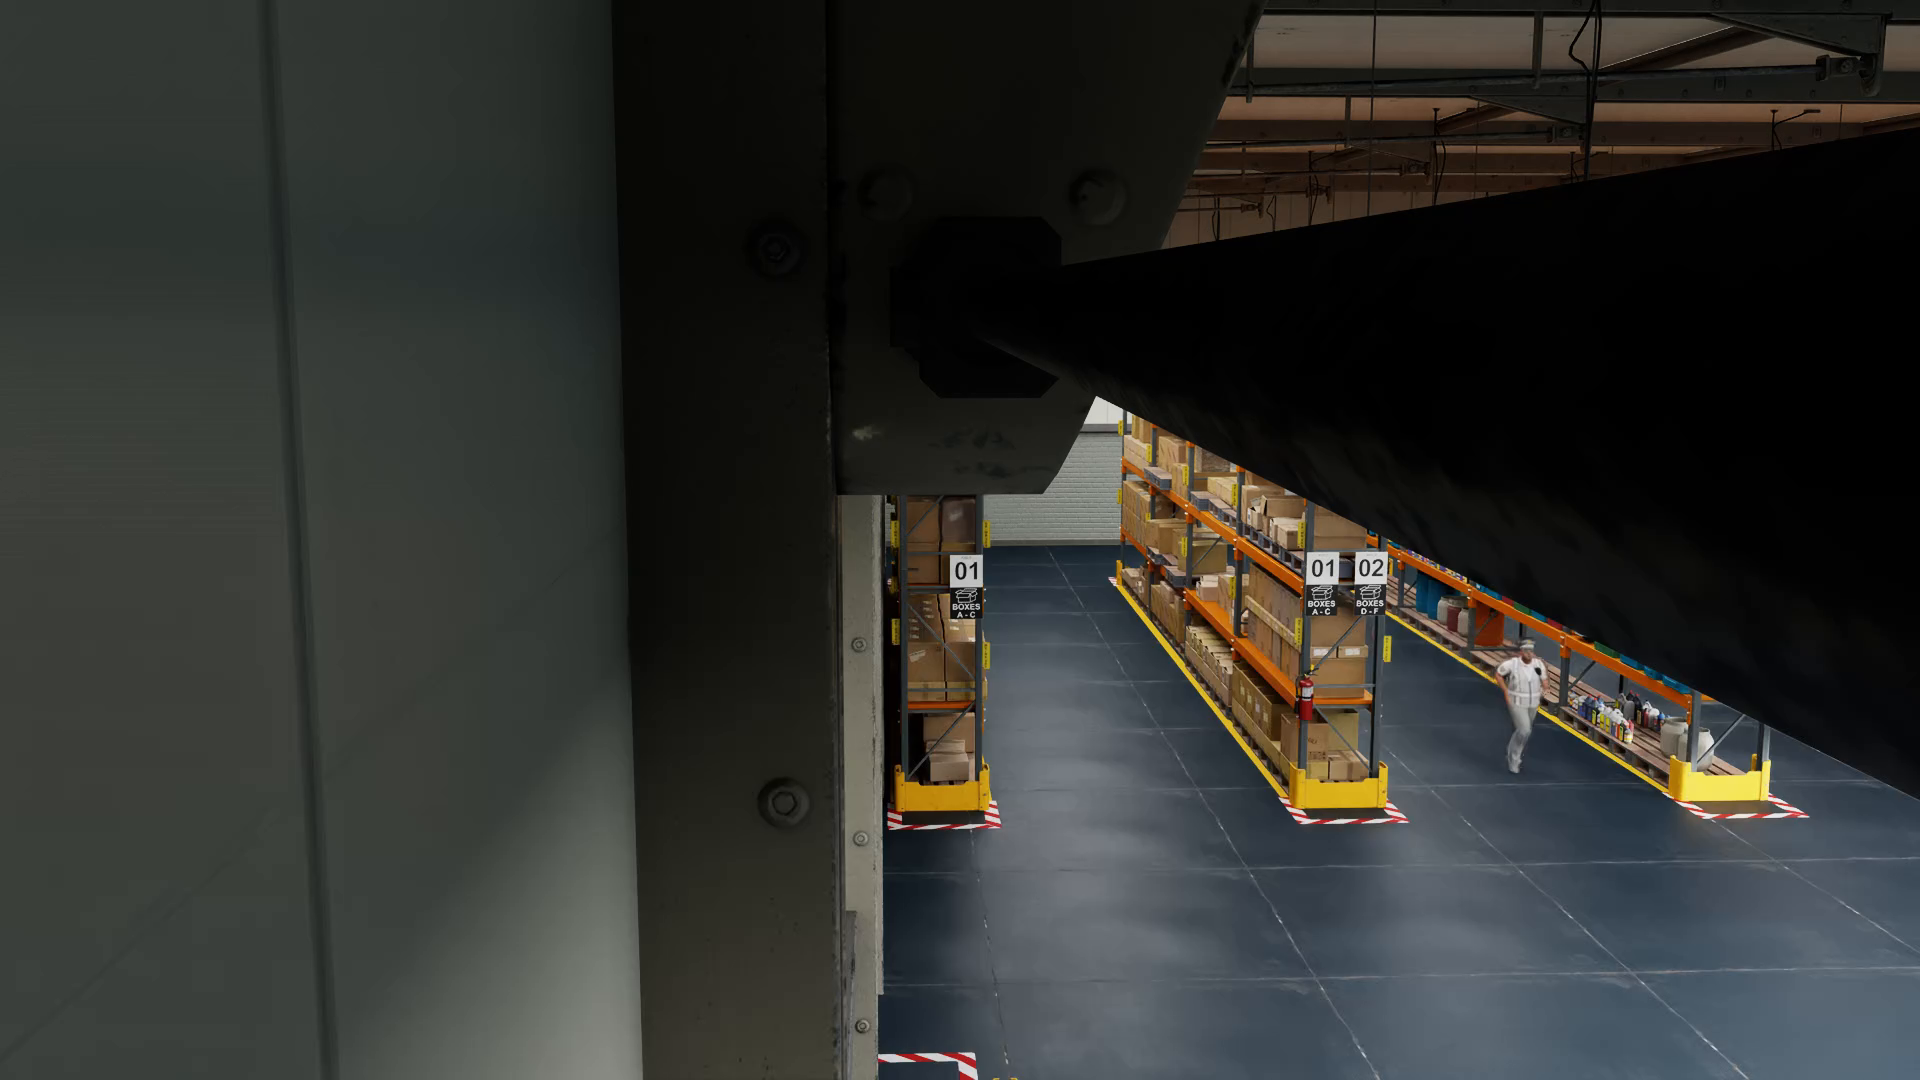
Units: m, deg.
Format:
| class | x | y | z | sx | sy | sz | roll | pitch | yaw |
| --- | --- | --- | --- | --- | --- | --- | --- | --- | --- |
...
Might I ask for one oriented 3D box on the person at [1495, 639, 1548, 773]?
| class | x | y | z | sx | sy | sz | roll | pitch | yaw |
| --- | --- | --- | --- | --- | --- | --- | --- | --- | --- |
| person | 7.545 | 2.220 | 22.206 | 0.626 | 1.837 | 0.752 | -2 | 9 | -12 |
